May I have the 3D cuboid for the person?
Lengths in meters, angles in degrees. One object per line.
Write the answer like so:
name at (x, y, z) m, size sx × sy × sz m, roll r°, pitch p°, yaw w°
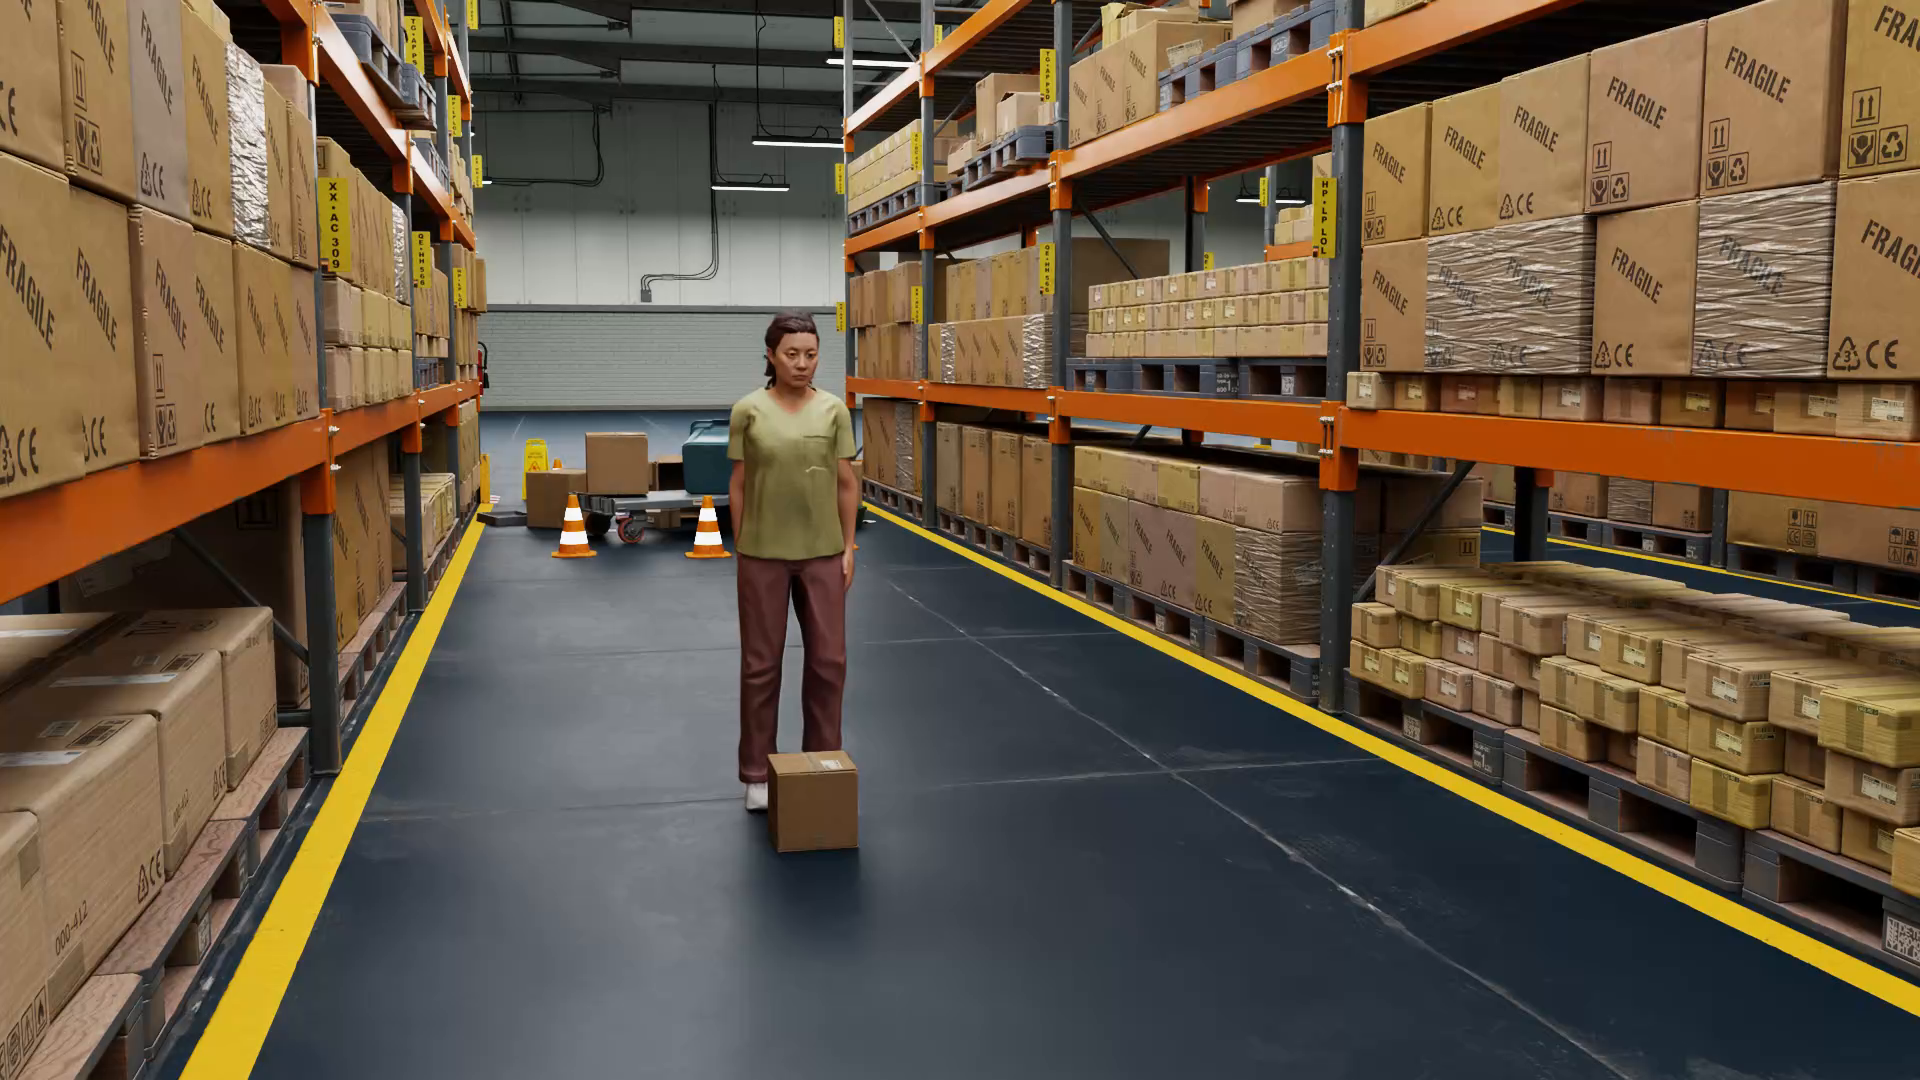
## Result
person at (-0.559, 0.061, 5.613) m, size 0.444 × 1.673 × 0.364 m, roll -1°, pitch 6°, yaw -13°
